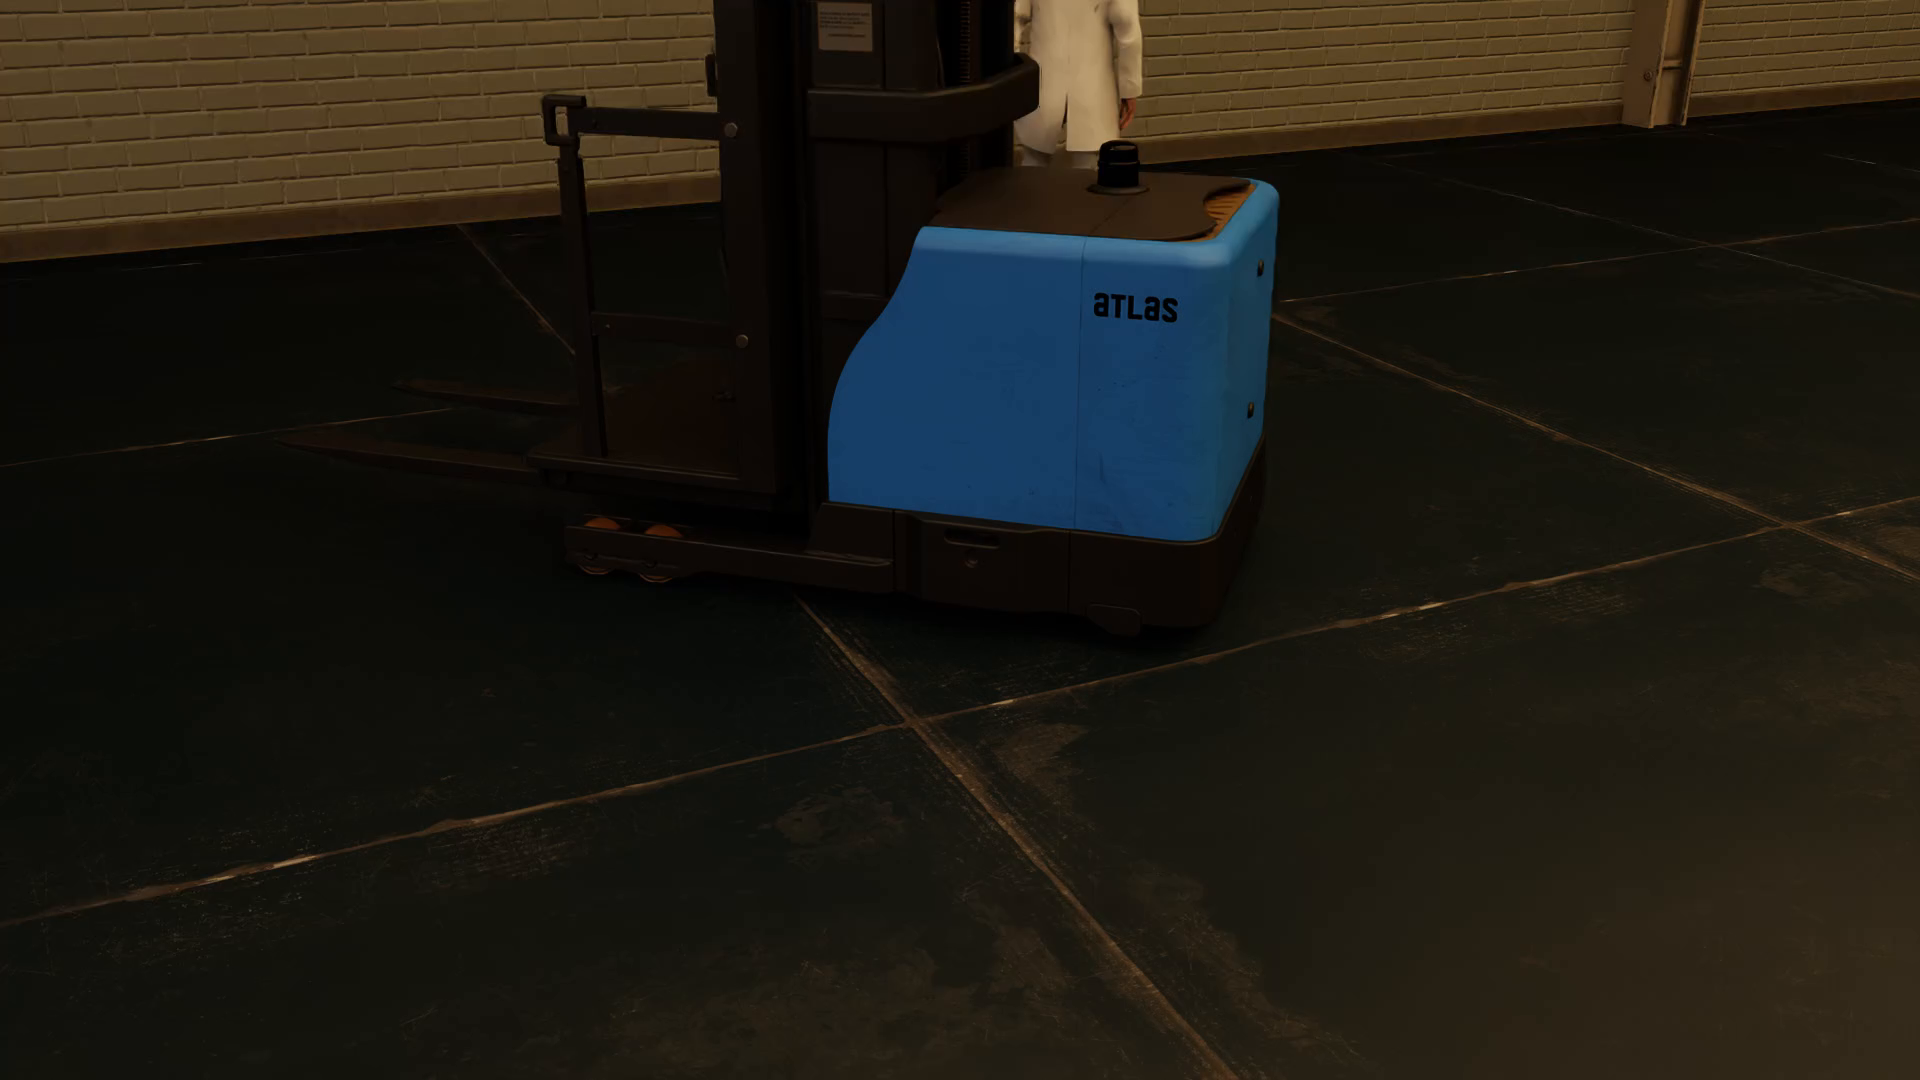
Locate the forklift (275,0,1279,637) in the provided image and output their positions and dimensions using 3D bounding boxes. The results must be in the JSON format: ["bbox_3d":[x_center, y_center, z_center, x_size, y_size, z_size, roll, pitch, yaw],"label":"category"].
[{"bbox_3d":[-0.637,-1.412,4.684,3.031,2.935,1.130,7,24,16],"label":"forklift"}]

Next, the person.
[{"bbox_3d":[0.512,-2.075,7.907,0.699,1.828,0.563,4,23,10],"label":"person"}]
